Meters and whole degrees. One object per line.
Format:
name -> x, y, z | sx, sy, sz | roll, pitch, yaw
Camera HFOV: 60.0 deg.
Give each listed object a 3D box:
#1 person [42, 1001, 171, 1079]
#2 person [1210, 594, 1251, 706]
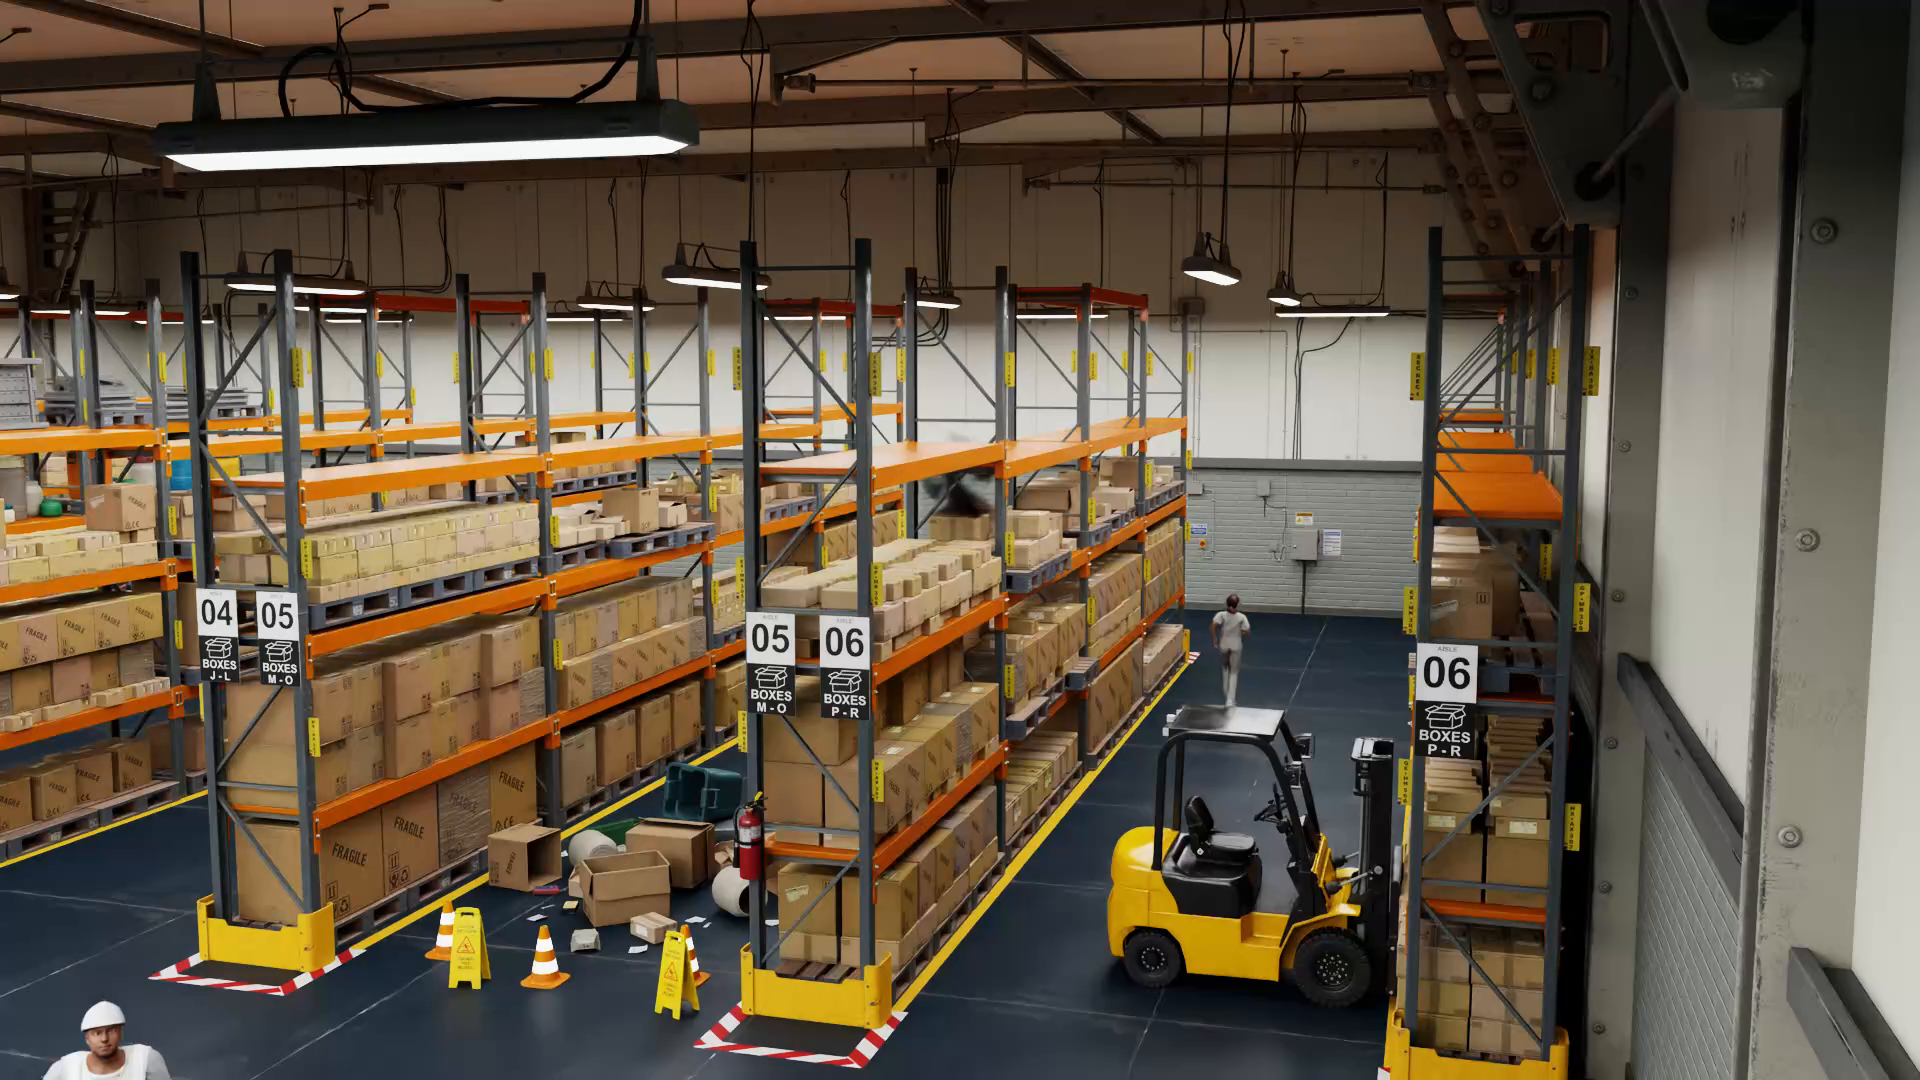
person -> -4.509, 3.317, 8.810 | 0.679, 1.739, 0.597 | -4, 7, -31
person -> 3.946, 1.637, 24.260 | 0.566, 1.710, 0.722 | 2, 7, 18
